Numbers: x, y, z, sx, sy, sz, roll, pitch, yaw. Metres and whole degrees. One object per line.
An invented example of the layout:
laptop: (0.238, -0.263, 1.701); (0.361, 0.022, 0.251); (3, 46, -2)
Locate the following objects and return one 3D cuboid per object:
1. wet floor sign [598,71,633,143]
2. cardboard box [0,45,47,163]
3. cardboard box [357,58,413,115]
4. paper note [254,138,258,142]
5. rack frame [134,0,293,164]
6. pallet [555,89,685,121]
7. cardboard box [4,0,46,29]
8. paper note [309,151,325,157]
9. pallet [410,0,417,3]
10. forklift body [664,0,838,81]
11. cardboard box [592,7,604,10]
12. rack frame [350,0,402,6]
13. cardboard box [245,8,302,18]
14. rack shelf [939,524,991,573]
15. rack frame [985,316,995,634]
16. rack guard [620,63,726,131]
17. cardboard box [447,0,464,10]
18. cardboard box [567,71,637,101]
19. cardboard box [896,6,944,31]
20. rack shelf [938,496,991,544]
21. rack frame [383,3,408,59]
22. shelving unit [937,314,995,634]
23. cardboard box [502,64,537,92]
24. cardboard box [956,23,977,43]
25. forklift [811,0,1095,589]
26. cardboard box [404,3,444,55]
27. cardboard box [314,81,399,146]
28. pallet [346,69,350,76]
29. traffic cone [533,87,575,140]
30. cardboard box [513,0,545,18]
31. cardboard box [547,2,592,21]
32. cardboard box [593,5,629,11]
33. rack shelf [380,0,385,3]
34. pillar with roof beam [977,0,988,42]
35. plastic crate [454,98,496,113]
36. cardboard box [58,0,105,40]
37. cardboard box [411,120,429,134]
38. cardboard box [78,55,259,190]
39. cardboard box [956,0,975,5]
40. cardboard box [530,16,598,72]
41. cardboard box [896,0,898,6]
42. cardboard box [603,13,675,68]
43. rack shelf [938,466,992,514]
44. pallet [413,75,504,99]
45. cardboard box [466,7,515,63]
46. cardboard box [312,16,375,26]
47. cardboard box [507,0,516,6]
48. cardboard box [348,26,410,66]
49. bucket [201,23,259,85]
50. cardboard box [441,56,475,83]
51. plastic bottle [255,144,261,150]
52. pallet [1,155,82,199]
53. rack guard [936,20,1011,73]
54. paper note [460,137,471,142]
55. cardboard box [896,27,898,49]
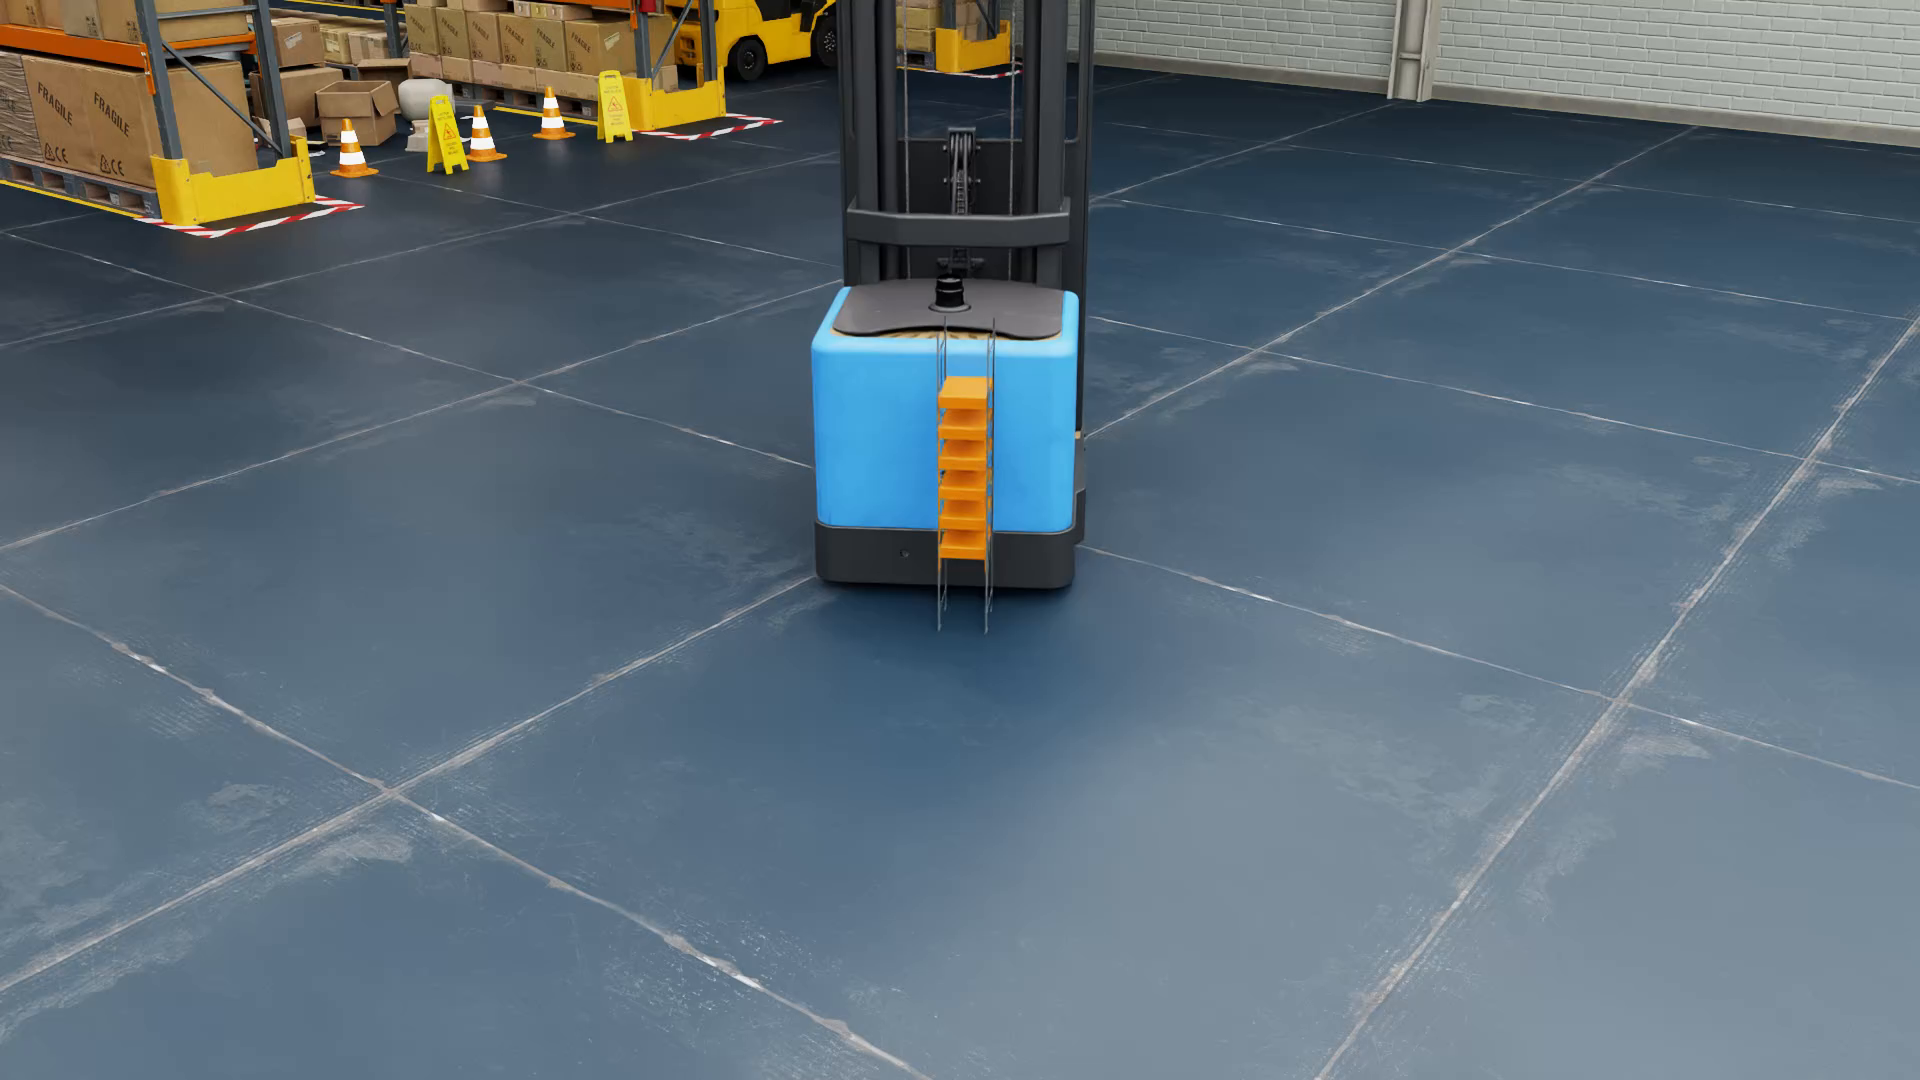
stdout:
wet floor sign: (-3.315, -4.143, 15.853); (0.267, 0.644, 0.232); (-15, 28, -30)
cardboard box: (-7.730, -3.786, 14.236); (0.875, 0.875, 0.875); (17, 29, 34)
cardboard box: (-5.985, -4.738, 17.380); (0.500, 0.500, 0.500); (-5, 24, -12)
paper note: (-6.730, -3.857, 15.976); (0.172, 0.023, 0.155); (-15, 28, -30)
rack frame: (-5.714, -3.990, 12.586); (0.127, 3.000, 1.000); (17, 29, 33)
pallet: (-3.515, -4.562, 17.341); (1.213, 0.211, 1.003); (17, 29, 33)
cardboard box: (-7.313, -4.550, 13.672); (0.500, 0.550, 0.875); (17, 29, 33)
paper note: (-5.917, -3.547, 15.266); (0.144, 0.017, 0.142); (-15, 28, -30)
pallet: (-7.800, -8.360, 25.963); (1.213, 0.211, 1.003); (17, 29, 33)
forklift body: (-2.463, -6.695, 19.779); (1.214, 2.155, 2.313); (17, 29, 33)
cardboard box: (-4.142, -5.427, 17.807); (0.500, 0.500, 0.500); (17, 29, 34)
rack frame: (-9.454, -10.116, 26.489); (0.127, 3.000, 1.000); (17, 29, 33)
cardboard box: (-8.781, -6.396, 20.784); (0.625, 0.372, 0.950); (15, 28, 30)
rack shelf: (0.023, 0.023, 6.415); (0.180, 0.103, 0.258); (3, 24, 6)
rack frame: (0.114, -0.233, 6.291); (0.006, 1.200, 0.240); (3, 24, 6)
rack guard: (-2.887, -4.486, 16.811); (0.348, 0.500, 1.175); (17, 29, 33)
cardboard box: (-5.240, -5.750, 17.734); (0.250, 0.149, 0.380); (18, 30, 35)
cardboard box: (-3.653, -4.660, 16.995); (0.500, 0.250, 0.500); (17, 29, 33)
cardboard box: (-0.429, -6.393, 20.310); (0.500, 0.250, 0.500); (16, 29, 33)
rack shelf: (0.023, -0.087, 6.367); (0.180, 0.103, 0.258); (3, 24, 6)
rack frame: (-6.026, -6.579, 18.461); (0.127, 3.000, 1.000); (17, 29, 33)
shelving unit: (0.023, -0.237, 6.301); (0.189, 1.200, 0.258); (3, 24, 6)
cardboard box: (-4.466, -4.907, 17.555); (0.500, 0.250, 0.500); (16, 28, 31)
cardboard box: (-0.127, -6.330, 20.785); (0.500, 0.250, 0.500); (17, 29, 34)
forklift: (0.043, -1.703, 7.479); (1.130, 2.935, 3.031); (2, 24, 4)
cardboard box: (-5.716, -5.626, 18.258); (0.500, 0.500, 0.500); (18, 30, 36)
cardboard box: (-5.750, -4.077, 15.879); (0.637, 0.503, 0.797); (-1, 24, -3)
pallet: (-7.631, -5.785, 20.119); (1.213, 0.211, 1.003); (17, 29, 33)
traffic cone: (-3.943, -4.138, 16.069); (0.334, 0.463, 0.336); (17, 29, 33)
cardboard box: (-4.366, -5.488, 17.141); (0.250, 0.149, 0.380); (18, 30, 35)
cardboard box: (-3.957, -5.362, 16.855); (0.250, 0.149, 0.380); (18, 29, 35)
cardboard box: (-4.696, -7.780, 23.613); (0.625, 0.625, 0.875); (15, 28, 31)
rack shelf: (-7.627, -6.733, 19.704); (4.000, 0.370, 1.077); (17, 29, 33)
pillar with roof beam: (-2.450, -9.029, 16.583); (0.400, 9.000, 9.100); (17, 29, 33)
plastic crate: (-5.262, -4.599, 17.588); (0.583, 0.080, 0.402); (7, 25, 15)
cardboard box: (-6.491, -4.260, 13.012); (0.550, 0.550, 0.875); (17, 29, 33)
cardboard box: (-5.085, -3.972, 16.080); (0.380, 0.149, 0.250); (-10, 26, -21)
cardboard box: (-6.296, -3.353, 13.253); (0.875, 0.875, 0.875); (17, 29, 34)
cardboard box: (-0.123, -6.783, 20.573); (0.500, 0.250, 0.500); (16, 29, 33)
cardboard box: (-4.043, -5.123, 17.117); (0.500, 0.500, 0.500); (18, 30, 35)
cardboard box: (-0.819, -6.738, 20.471); (0.500, 0.250, 0.500); (17, 29, 34)
cardboard box: (-3.325, -5.178, 17.242); (0.500, 0.500, 0.500); (16, 28, 32)
rack shelf: (0.023, -0.197, 6.319); (0.180, 0.103, 0.258); (3, 24, 6)
pallet: (-5.468, -5.152, 18.681); (1.213, 0.211, 1.003); (17, 29, 33)
cardboard box: (-4.867, -5.375, 17.687); (0.500, 0.500, 0.500); (19, 30, 36)
cardboard box: (-7.582, -6.035, 19.965); (0.625, 0.372, 0.950); (18, 29, 35)
cardboard box: (-4.984, -5.677, 18.374); (0.500, 0.500, 0.500); (17, 29, 34)
cardboard box: (-6.448, -5.694, 19.192); (0.625, 0.372, 0.950); (17, 29, 34)
bucket: (-7.423, -4.866, 16.748); (0.726, 0.611, 0.620); (-15, 18, -30)
cardboard box: (-5.282, -5.157, 18.125); (0.500, 0.250, 0.500); (19, 30, 36)
plastic bottle: (-6.620, -3.636, 15.427); (0.133, 0.061, 0.283); (7, 25, 15)
pallet: (-7.372, -3.177, 14.199); (1.213, 0.211, 1.003); (17, 29, 33)
rack guard: (0.167, -6.064, 20.393); (0.348, 0.500, 1.175); (17, 29, 33)
paper note: (-4.776, -3.839, 15.926); (0.142, 0.019, 0.148); (7, 25, 15)
cardboard box: (-0.809, -6.283, 20.679); (0.500, 0.250, 0.500); (17, 29, 33)
